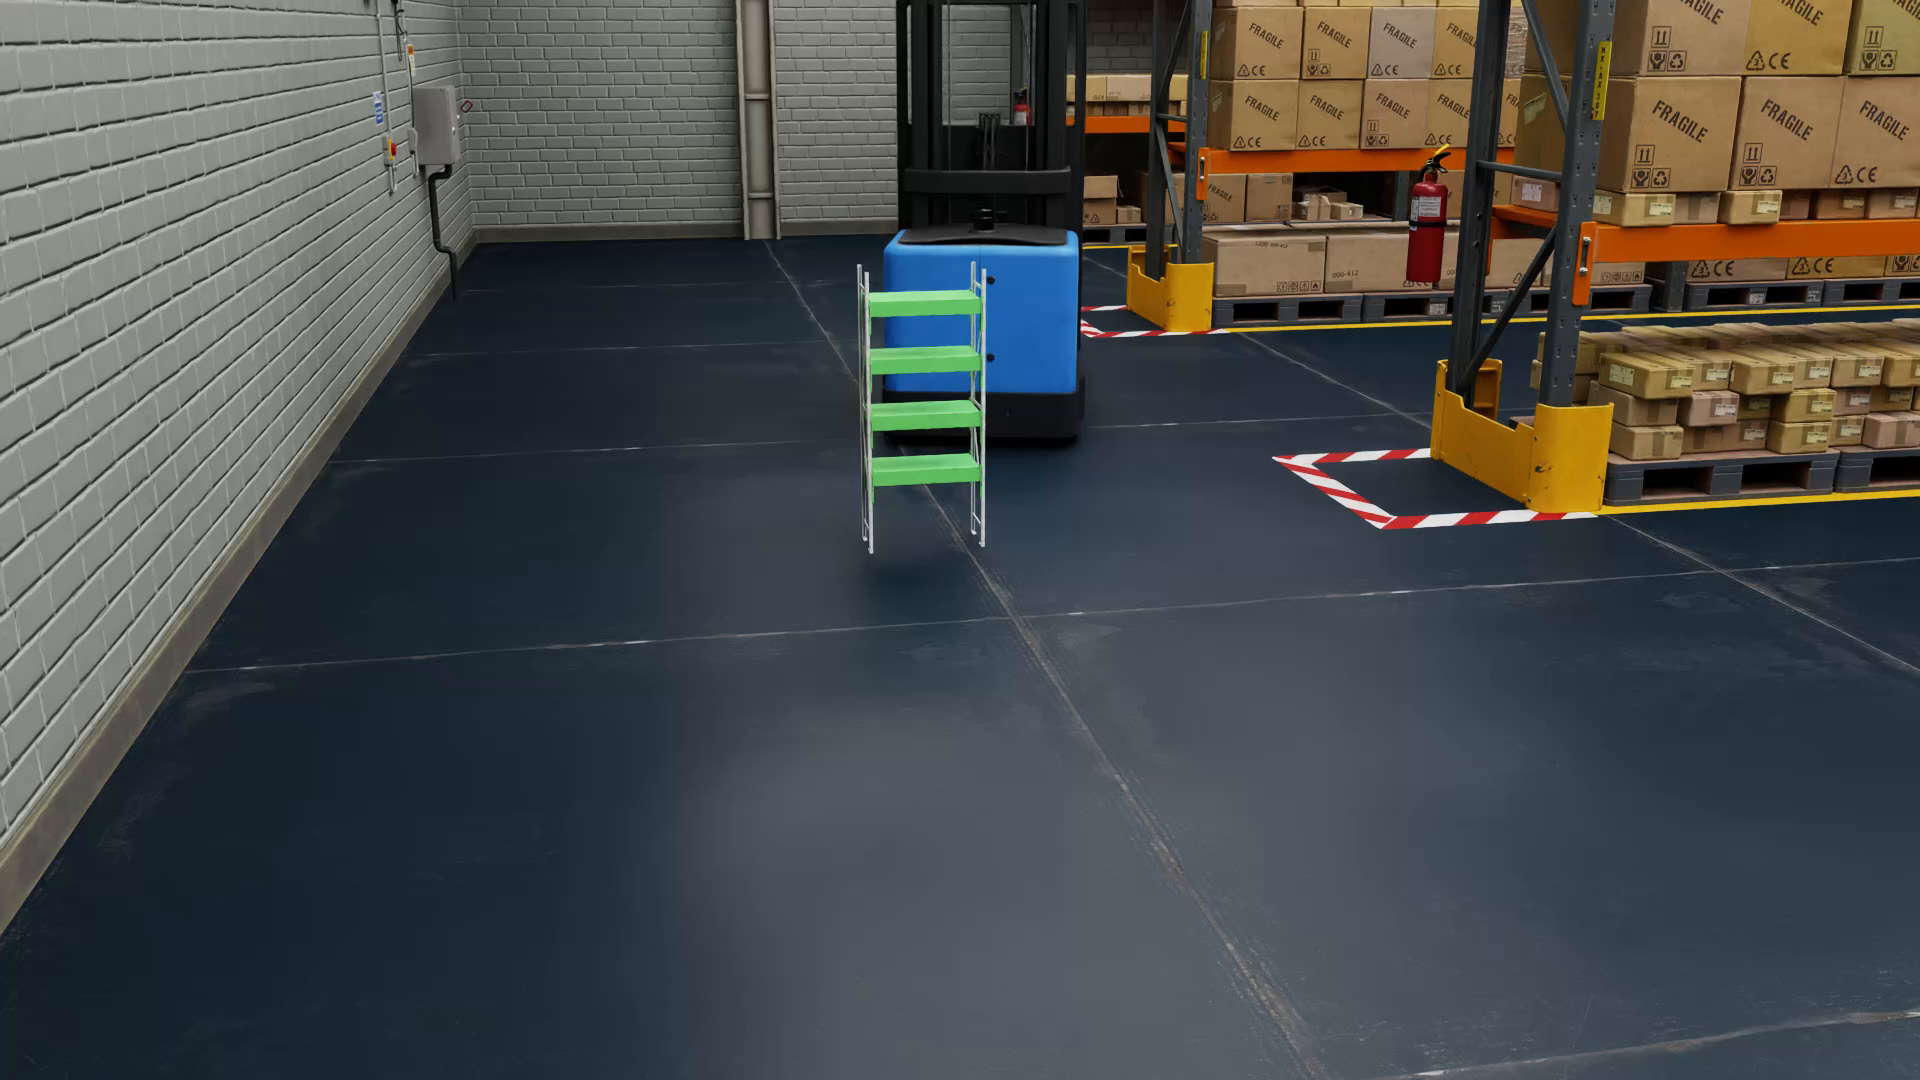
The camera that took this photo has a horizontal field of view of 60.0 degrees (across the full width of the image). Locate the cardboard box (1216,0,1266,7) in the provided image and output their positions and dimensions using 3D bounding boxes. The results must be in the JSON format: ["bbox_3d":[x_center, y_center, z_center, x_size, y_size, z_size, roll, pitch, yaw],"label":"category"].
[{"bbox_3d":[2.029,-3.923,11.998,0.250,0.149,0.380,-3,17,-9],"label":"cardboard box"}]

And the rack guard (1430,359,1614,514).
[{"bbox_3d":[2.741,-0.535,8.203,0.348,0.500,1.175,-3,17,-10],"label":"rack guard"}]

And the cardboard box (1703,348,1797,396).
[{"bbox_3d":[3.765,-0.807,7.956,0.250,0.149,0.380,-3,17,-11],"label":"cardboard box"}]

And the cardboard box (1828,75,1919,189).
[{"bbox_3d":[4.163,-1.922,7.784,0.500,0.500,0.500,-3,17,-10],"label":"cardboard box"}]

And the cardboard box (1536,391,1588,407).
[{"bbox_3d":[3.143,-0.653,8.470,0.250,0.149,0.380,-3,17,-10],"label":"cardboard box"}]

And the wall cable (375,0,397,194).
[{"bbox_3d":[-3.904,-3.327,11.251,0.123,1.953,0.585,-3,17,-10],"label":"wall cable"}]

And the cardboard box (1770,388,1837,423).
[{"bbox_3d":[4.005,-0.682,8.058,0.250,0.149,0.380,-3,17,-9],"label":"cardboard box"}]

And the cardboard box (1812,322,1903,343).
[{"bbox_3d":[4.677,-1.032,8.690,0.250,0.149,0.380,-3,17,-10],"label":"cardboard box"}]

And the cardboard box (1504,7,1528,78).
[{"bbox_3d":[4.147,-3.733,12.483,0.500,0.500,0.500,-3,17,-10],"label":"cardboard box"}]

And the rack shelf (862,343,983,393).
[{"bbox_3d":[-0.163,-0.733,7.054,0.480,0.148,0.258,-3,17,-10],"label":"rack shelf"}]

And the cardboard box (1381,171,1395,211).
[{"bbox_3d":[5.036,-3.919,18.505,0.500,0.500,0.500,-3,17,-11],"label":"cardboard box"}]

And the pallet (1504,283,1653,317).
[{"bbox_3d":[4.794,-2.017,13.520,1.213,0.211,1.003,-3,17,-10],"label":"pallet"}]

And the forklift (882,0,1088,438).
[{"bbox_3d":[0.196,-2.323,9.884,1.130,2.935,3.031,1,17,3],"label":"forklift"}]

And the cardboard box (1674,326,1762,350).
[{"bbox_3d":[3.892,-0.995,8.571,0.250,0.149,0.380,-4,18,-13],"label":"cardboard box"}]

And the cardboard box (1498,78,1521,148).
[{"bbox_3d":[4.153,-3.256,12.633,0.500,0.500,0.500,-4,17,-11],"label":"cardboard box"}]

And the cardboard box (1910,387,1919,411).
[{"bbox_3d":[4.773,-0.764,8.323,0.276,0.149,0.397,-4,17,-12],"label":"cardboard box"}]

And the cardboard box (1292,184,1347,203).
[{"bbox_3d":[3.917,-3.748,18.268,0.500,0.311,0.500,-3,17,-8],"label":"cardboard box"}]

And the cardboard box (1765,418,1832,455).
[{"bbox_3d":[3.997,-0.537,8.093,0.250,0.149,0.380,-3,17,-10],"label":"cardboard box"}]

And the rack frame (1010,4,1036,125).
[{"bbox_3d":[0.683,-4.578,17.108,0.127,3.000,1.000,-3,17,-10],"label":"rack frame"}]

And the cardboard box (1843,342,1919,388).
[{"bbox_3d":[4.534,-0.858,8.125,0.250,0.149,0.380,-3,17,-10],"label":"cardboard box"}]

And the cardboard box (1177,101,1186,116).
[{"bbox_3d":[2.332,-4.454,17.134,0.250,0.149,0.380,-4,17,-12],"label":"cardboard box"}]

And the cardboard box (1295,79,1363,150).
[{"bbox_3d":[3.359,-3.350,10.131,1.047,2.149,4.883,-3,17,-11],"label":"cardboard box"}]

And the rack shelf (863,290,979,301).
[{"bbox_3d":[-0.163,-1.013,6.968,0.457,0.021,0.221,-3,17,-10],"label":"rack shelf"}]

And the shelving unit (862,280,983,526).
[{"bbox_3d":[-0.159,-0.565,7.106,0.487,1.046,0.258,-3,17,-10],"label":"shelving unit"}]

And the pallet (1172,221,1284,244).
[{"bbox_3d":[2.735,-3.361,17.894,1.213,0.211,1.003,-3,17,-10],"label":"pallet"}]

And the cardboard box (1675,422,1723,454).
[{"bbox_3d":[3.483,-0.539,8.098,0.250,0.149,0.380,-3,17,-11],"label":"cardboard box"}]

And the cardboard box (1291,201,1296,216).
[{"bbox_3d":[3.491,-3.646,18.213,0.250,0.149,0.380,-3,17,-11],"label":"cardboard box"}]

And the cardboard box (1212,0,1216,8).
[{"bbox_3d":[1.942,-4.061,12.446,0.250,0.149,0.380,-3,17,-10],"label":"cardboard box"}]

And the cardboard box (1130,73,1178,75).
[{"bbox_3d":[2.078,-4.805,17.596,0.500,0.250,0.500,-3,17,-9],"label":"cardboard box"}]

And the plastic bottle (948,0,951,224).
[{"bbox_3d":[7.204,-2.095,9.025,14.463,2.616,20.093,-3,17,-10],"label":"plastic bottle"}]

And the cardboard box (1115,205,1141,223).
[{"bbox_3d":[1.726,-3.435,17.527,0.250,0.149,0.380,-4,18,-13],"label":"cardboard box"}]

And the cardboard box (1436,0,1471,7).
[{"bbox_3d":[3.560,-3.997,12.239,0.250,0.149,0.380,-4,17,-12],"label":"cardboard box"}]

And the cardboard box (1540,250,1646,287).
[{"bbox_3d":[4.918,-2.342,13.476,0.875,0.438,0.875,-3,17,-11],"label":"cardboard box"}]

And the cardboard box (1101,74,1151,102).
[{"bbox_3d":[1.674,-4.624,17.007,0.500,0.250,0.500,-3,17,-10],"label":"cardboard box"}]

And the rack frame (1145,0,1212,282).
[{"bbox_3d":[1.628,-3.147,12.450,0.127,3.000,1.000,-3,17,-10],"label":"rack frame"}]

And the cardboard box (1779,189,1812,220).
[{"bbox_3d":[3.791,-1.609,7.869,0.250,0.149,0.380,-2,17,-8],"label":"cardboard box"}]
